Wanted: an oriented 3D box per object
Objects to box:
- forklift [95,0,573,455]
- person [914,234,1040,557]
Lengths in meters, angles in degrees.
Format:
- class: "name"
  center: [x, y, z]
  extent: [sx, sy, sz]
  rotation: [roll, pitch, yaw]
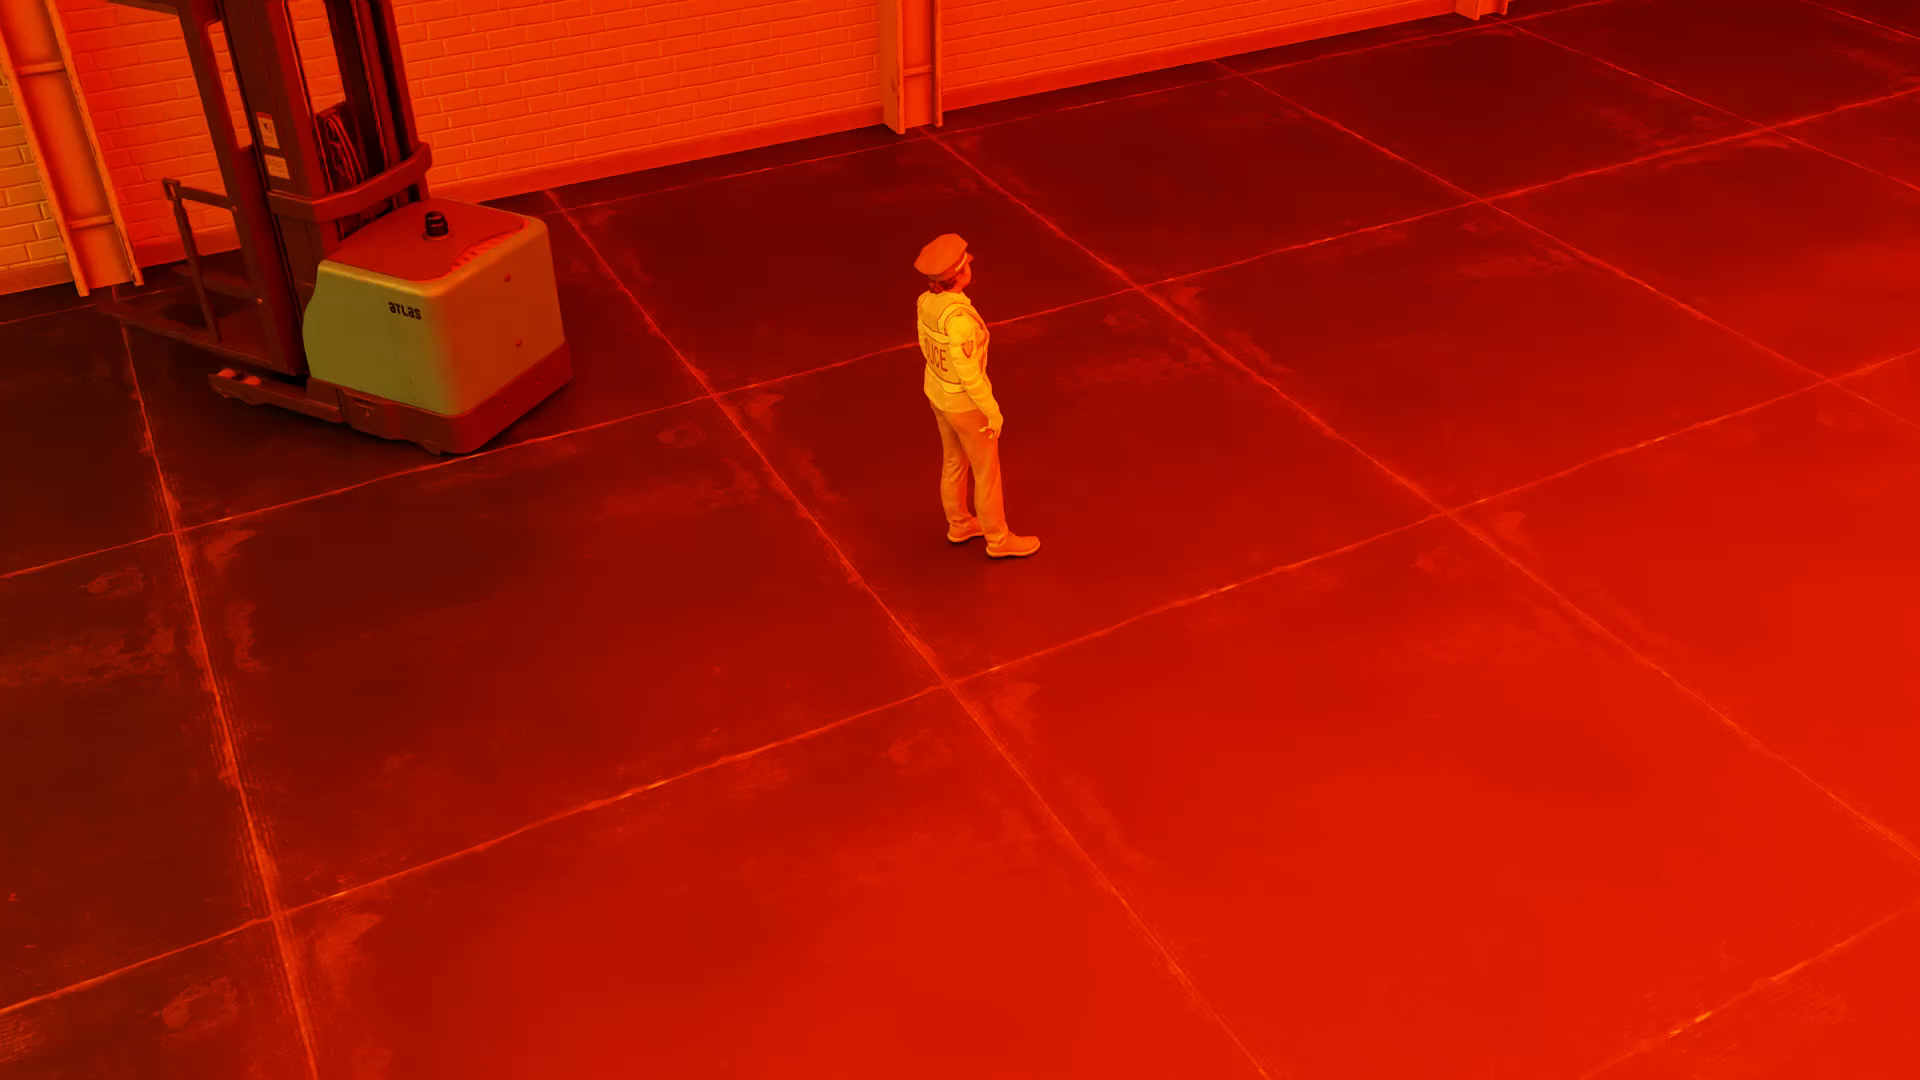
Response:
- class: "forklift"
  center: [-3.862, -2.247, 9.302]
  extent: [3.031, 2.935, 1.130]
  rotation: [16, 38, 21]
- class: "person"
  center: [0.064, -0.713, 8.190]
  extent: [0.530, 1.694, 0.586]
  rotation: [-17, 39, -23]
